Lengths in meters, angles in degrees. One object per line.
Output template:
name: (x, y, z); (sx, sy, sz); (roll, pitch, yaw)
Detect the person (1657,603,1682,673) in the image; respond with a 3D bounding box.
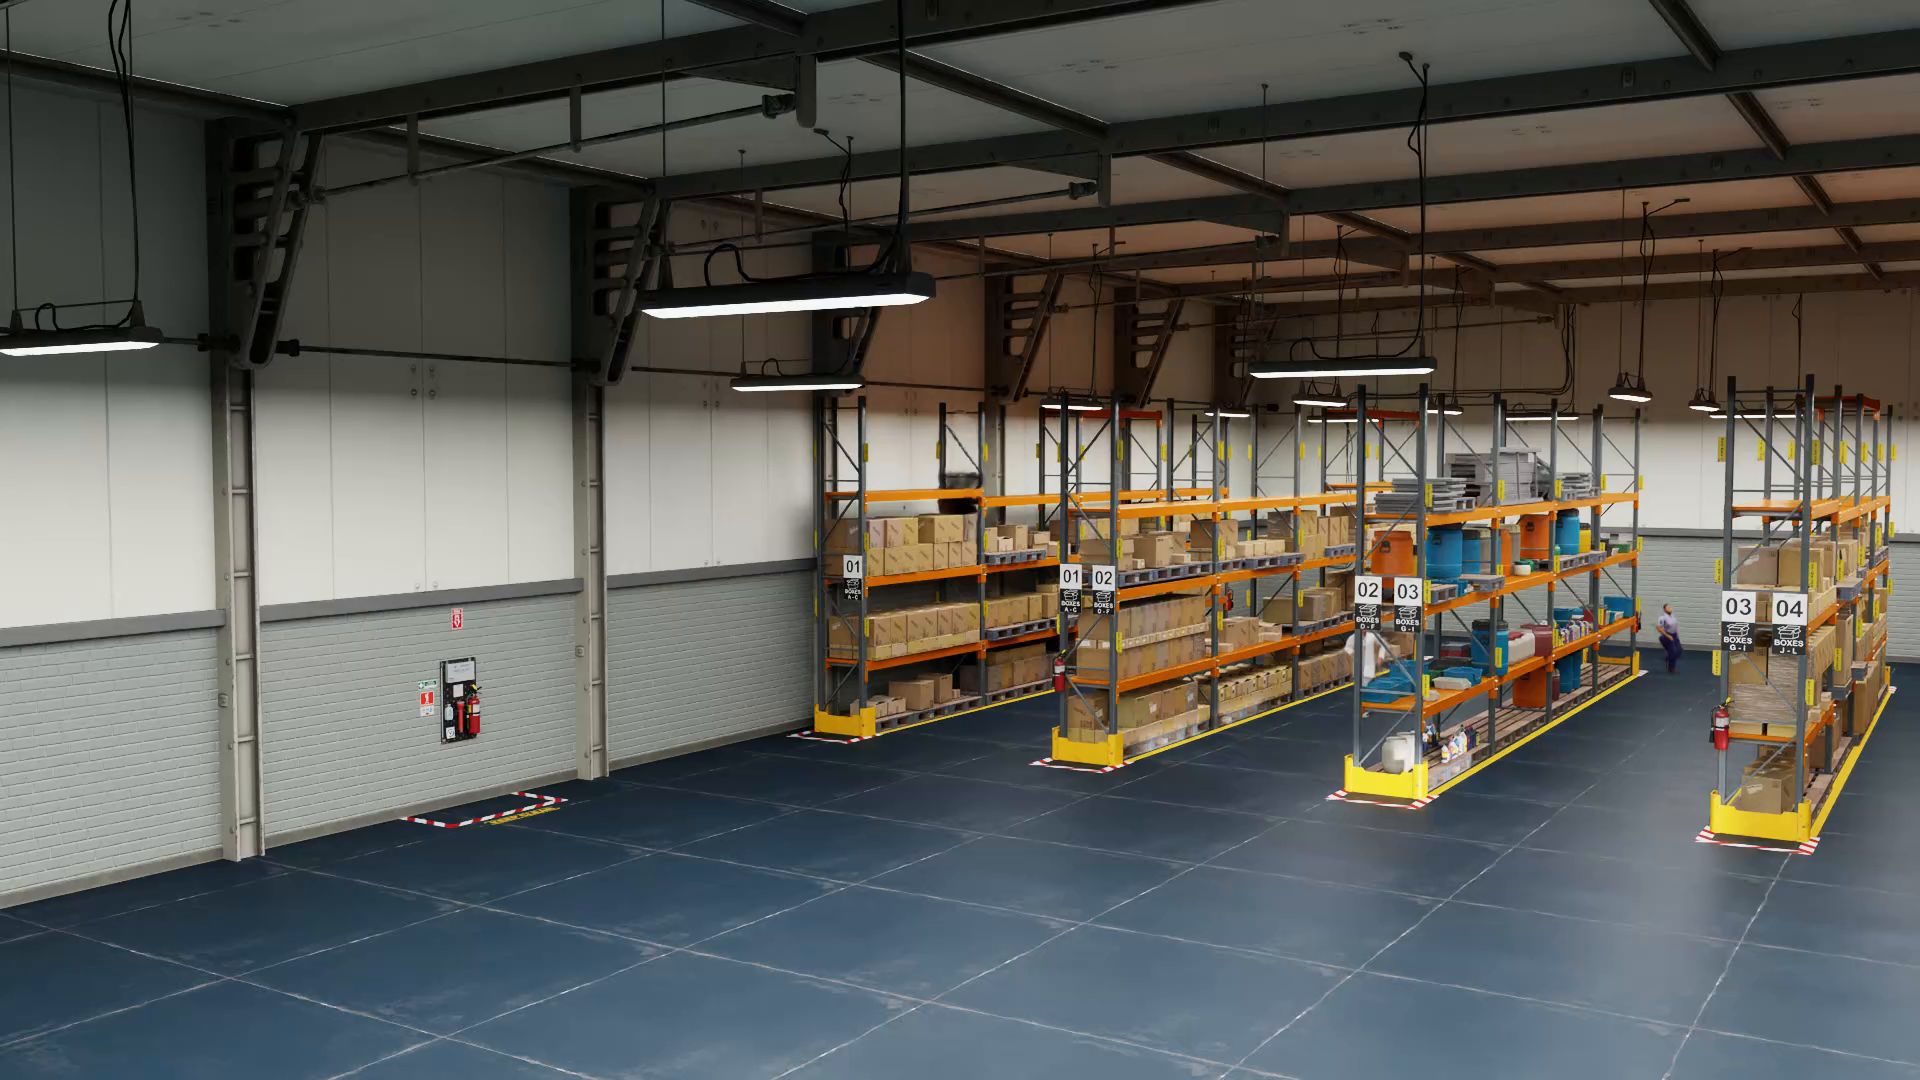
person: (16.078, 2.228, 37.786); (0.663, 1.586, 0.528); (-1, 3, -26)

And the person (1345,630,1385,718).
person: (7.719, 2.449, 31.734); (0.738, 1.845, 0.892); (2, 3, 29)
